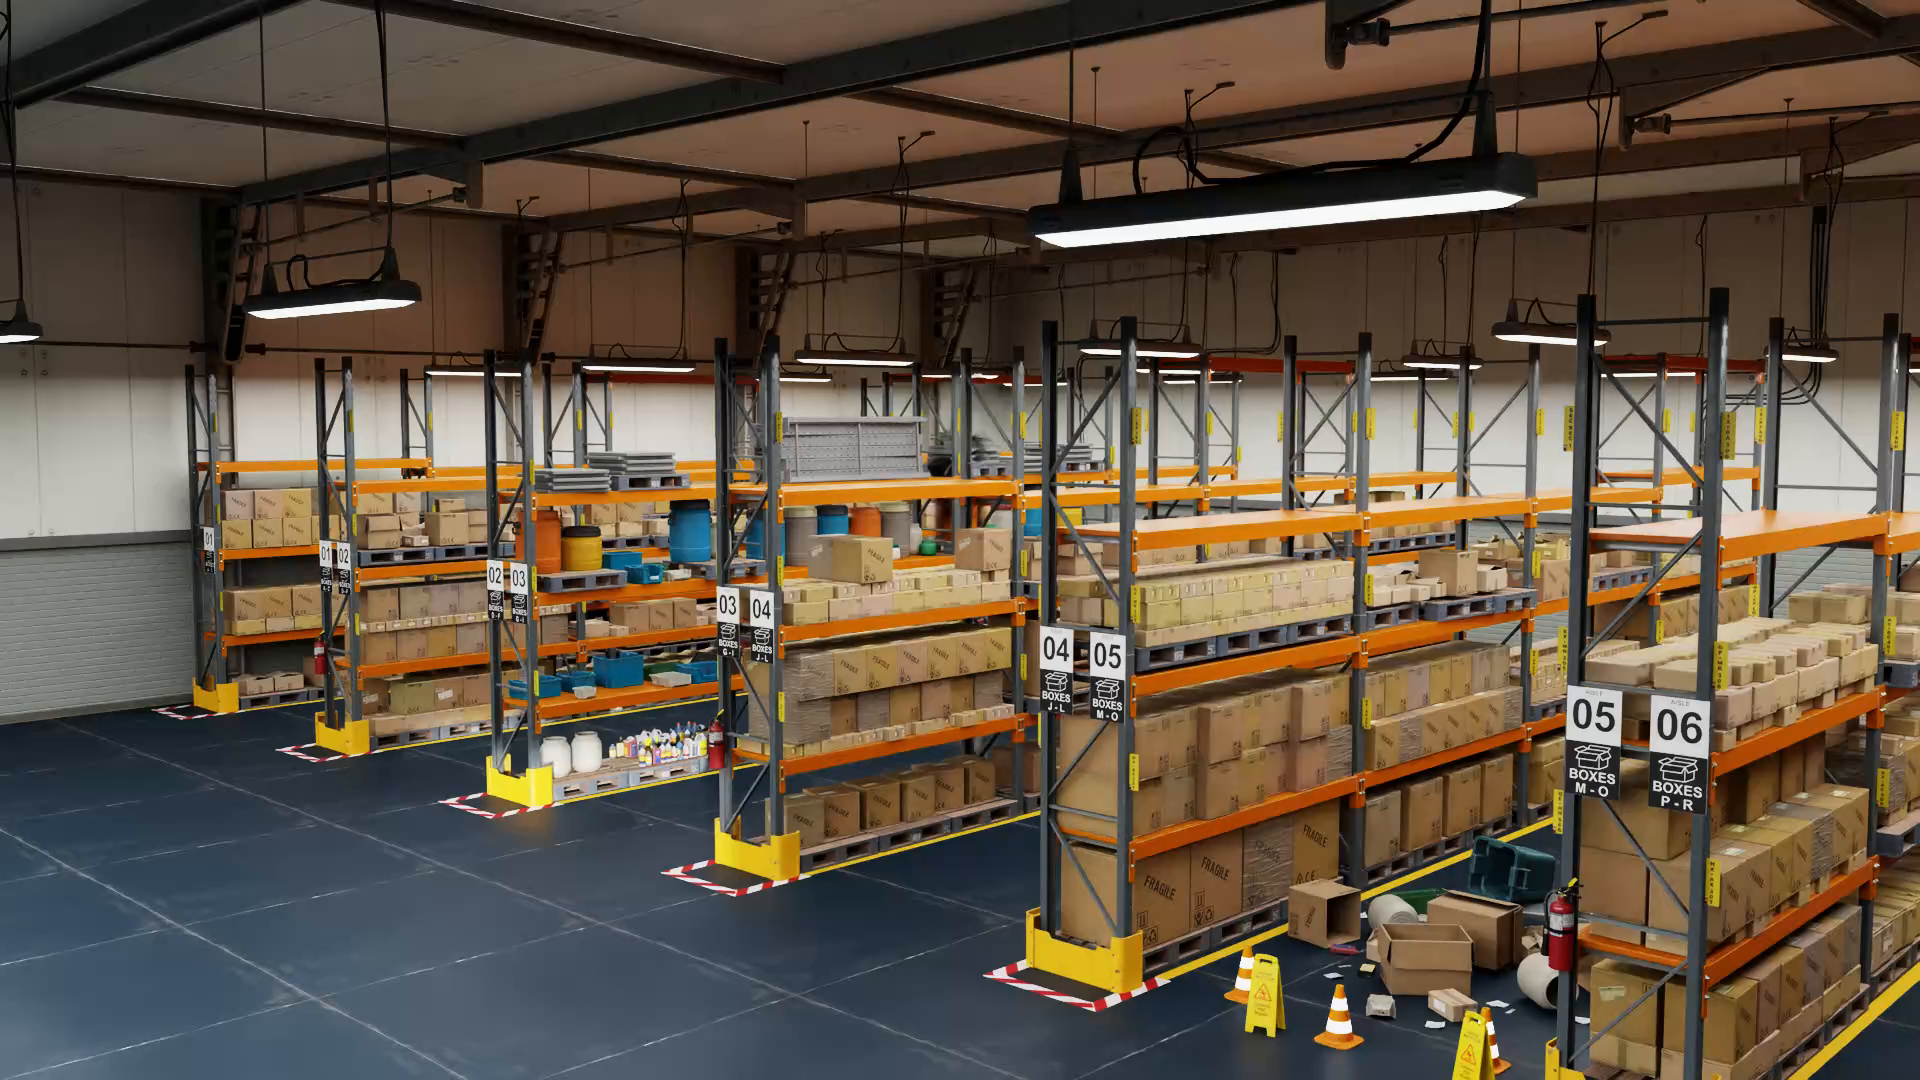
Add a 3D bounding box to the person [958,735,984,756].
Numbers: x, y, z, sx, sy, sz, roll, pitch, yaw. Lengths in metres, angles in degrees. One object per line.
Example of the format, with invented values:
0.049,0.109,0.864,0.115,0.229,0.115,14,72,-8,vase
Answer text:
0.104,2.605,23.651,0.592,1.500,0.821,2,5,21,person
